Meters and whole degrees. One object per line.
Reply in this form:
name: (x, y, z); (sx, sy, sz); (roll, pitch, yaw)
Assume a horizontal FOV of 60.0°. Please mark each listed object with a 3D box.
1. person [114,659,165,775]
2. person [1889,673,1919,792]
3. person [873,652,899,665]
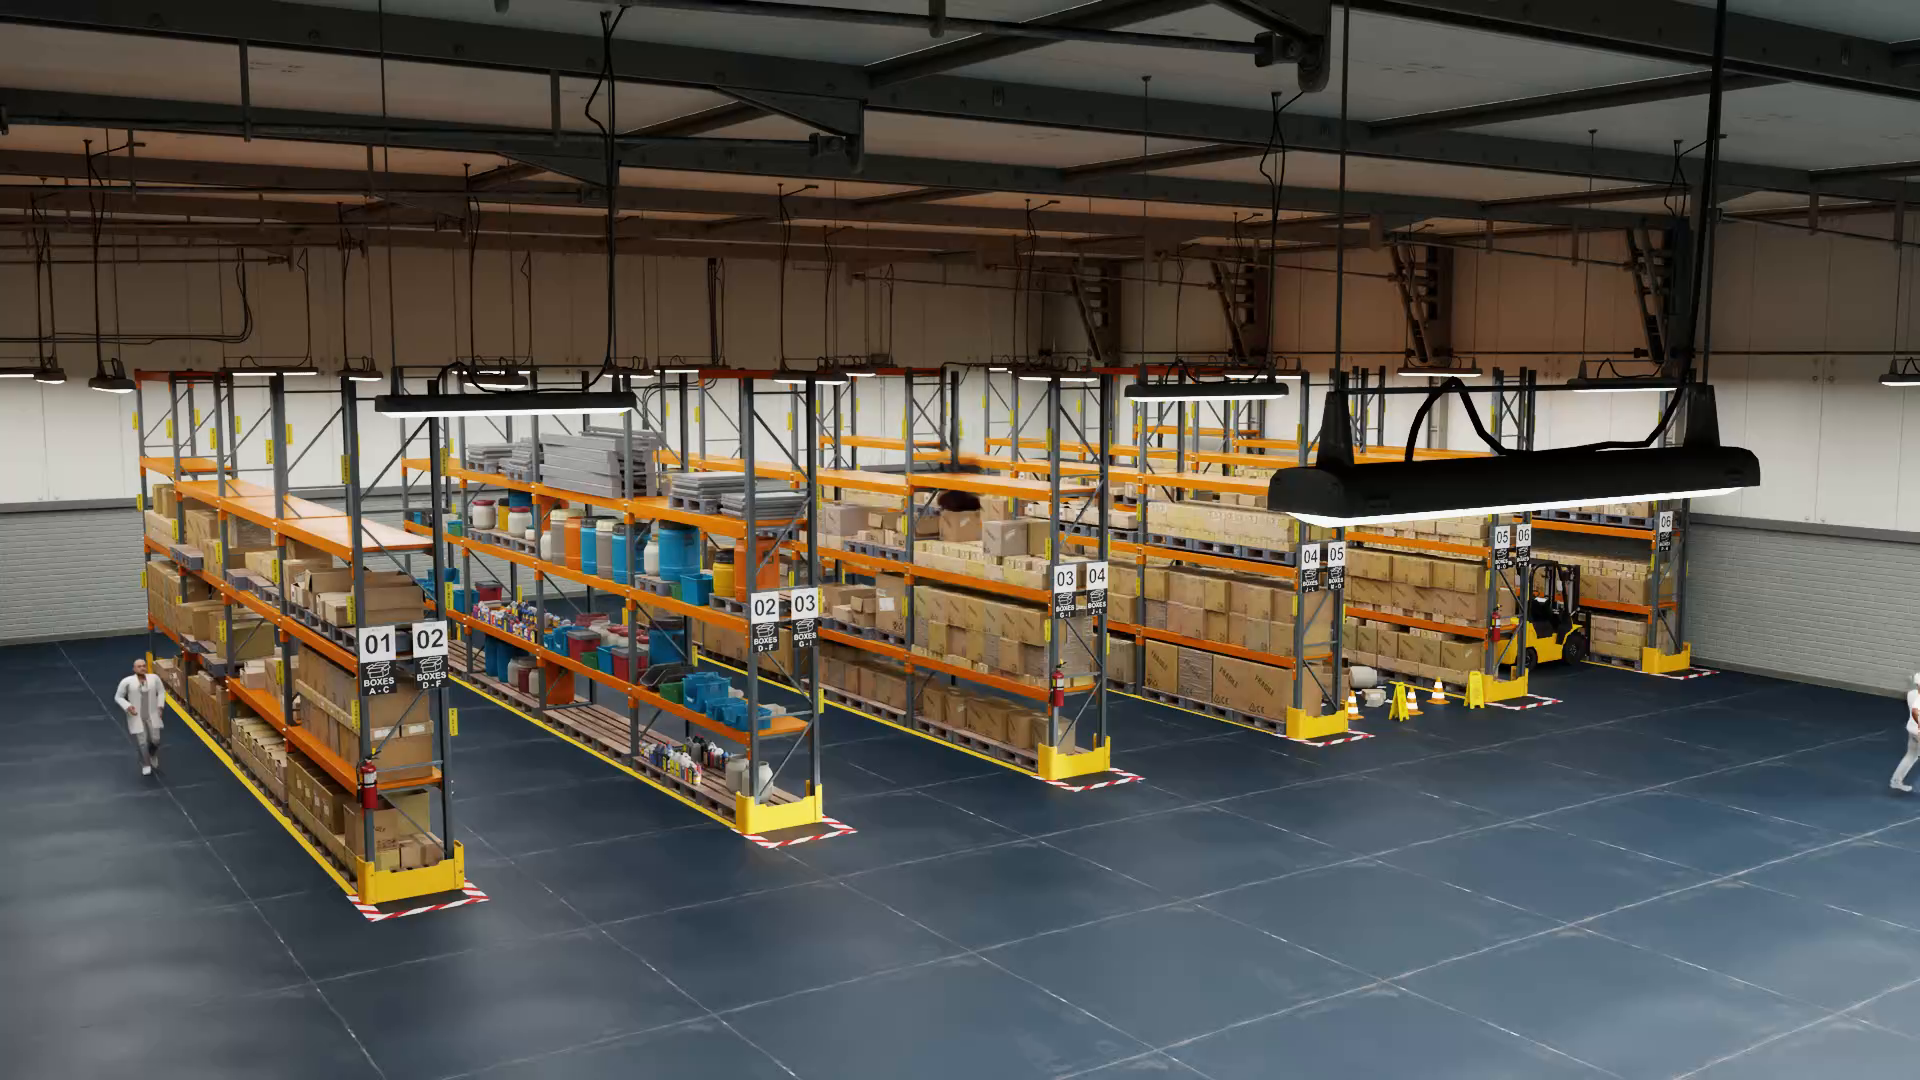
person: (-12.276, 2.651, 24.974); (0.716, 1.743, 0.630); (-5, 8, -36)
person: (13.729, 2.787, 23.718); (0.752, 1.825, 0.673); (0, 6, 2)
person: (-1.413, 1.804, 33.078); (0.609, 1.636, 0.663); (-6, 9, -43)
